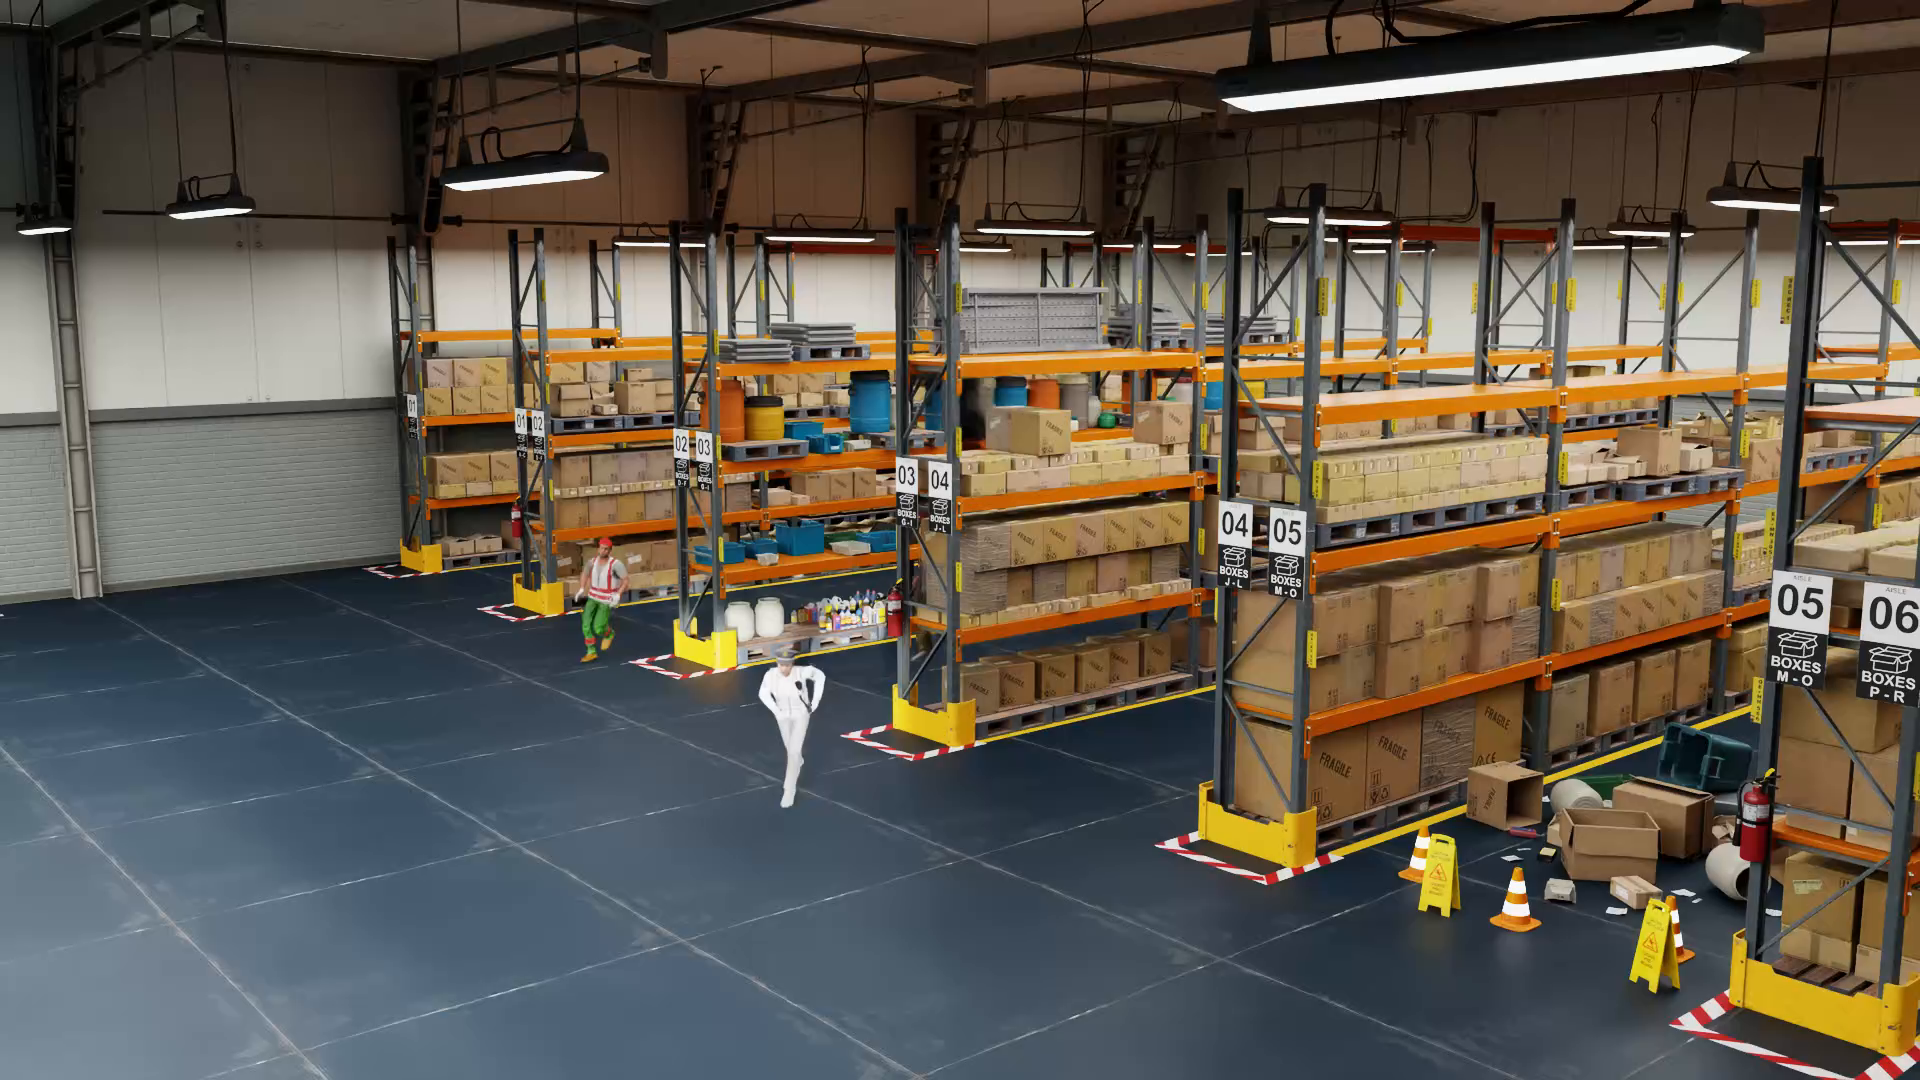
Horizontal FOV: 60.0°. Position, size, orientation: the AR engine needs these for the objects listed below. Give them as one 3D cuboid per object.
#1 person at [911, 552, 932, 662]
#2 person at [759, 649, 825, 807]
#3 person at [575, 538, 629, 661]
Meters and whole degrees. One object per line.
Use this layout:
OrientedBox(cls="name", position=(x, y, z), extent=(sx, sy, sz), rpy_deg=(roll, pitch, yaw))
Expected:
OrientedBox(cls="person", position=(-0.329, 0.673, 21.838), extent=(0.711, 1.779, 0.880), rpy_deg=(8, 12, 43))
OrientedBox(cls="person", position=(-1.689, 1.827, 16.910), extent=(0.657, 1.625, 0.965), rpy_deg=(0, 9, 2))
OrientedBox(cls="person", position=(-4.911, 0.813, 22.926), extent=(0.705, 1.724, 0.573), rpy_deg=(3, 9, 18))
